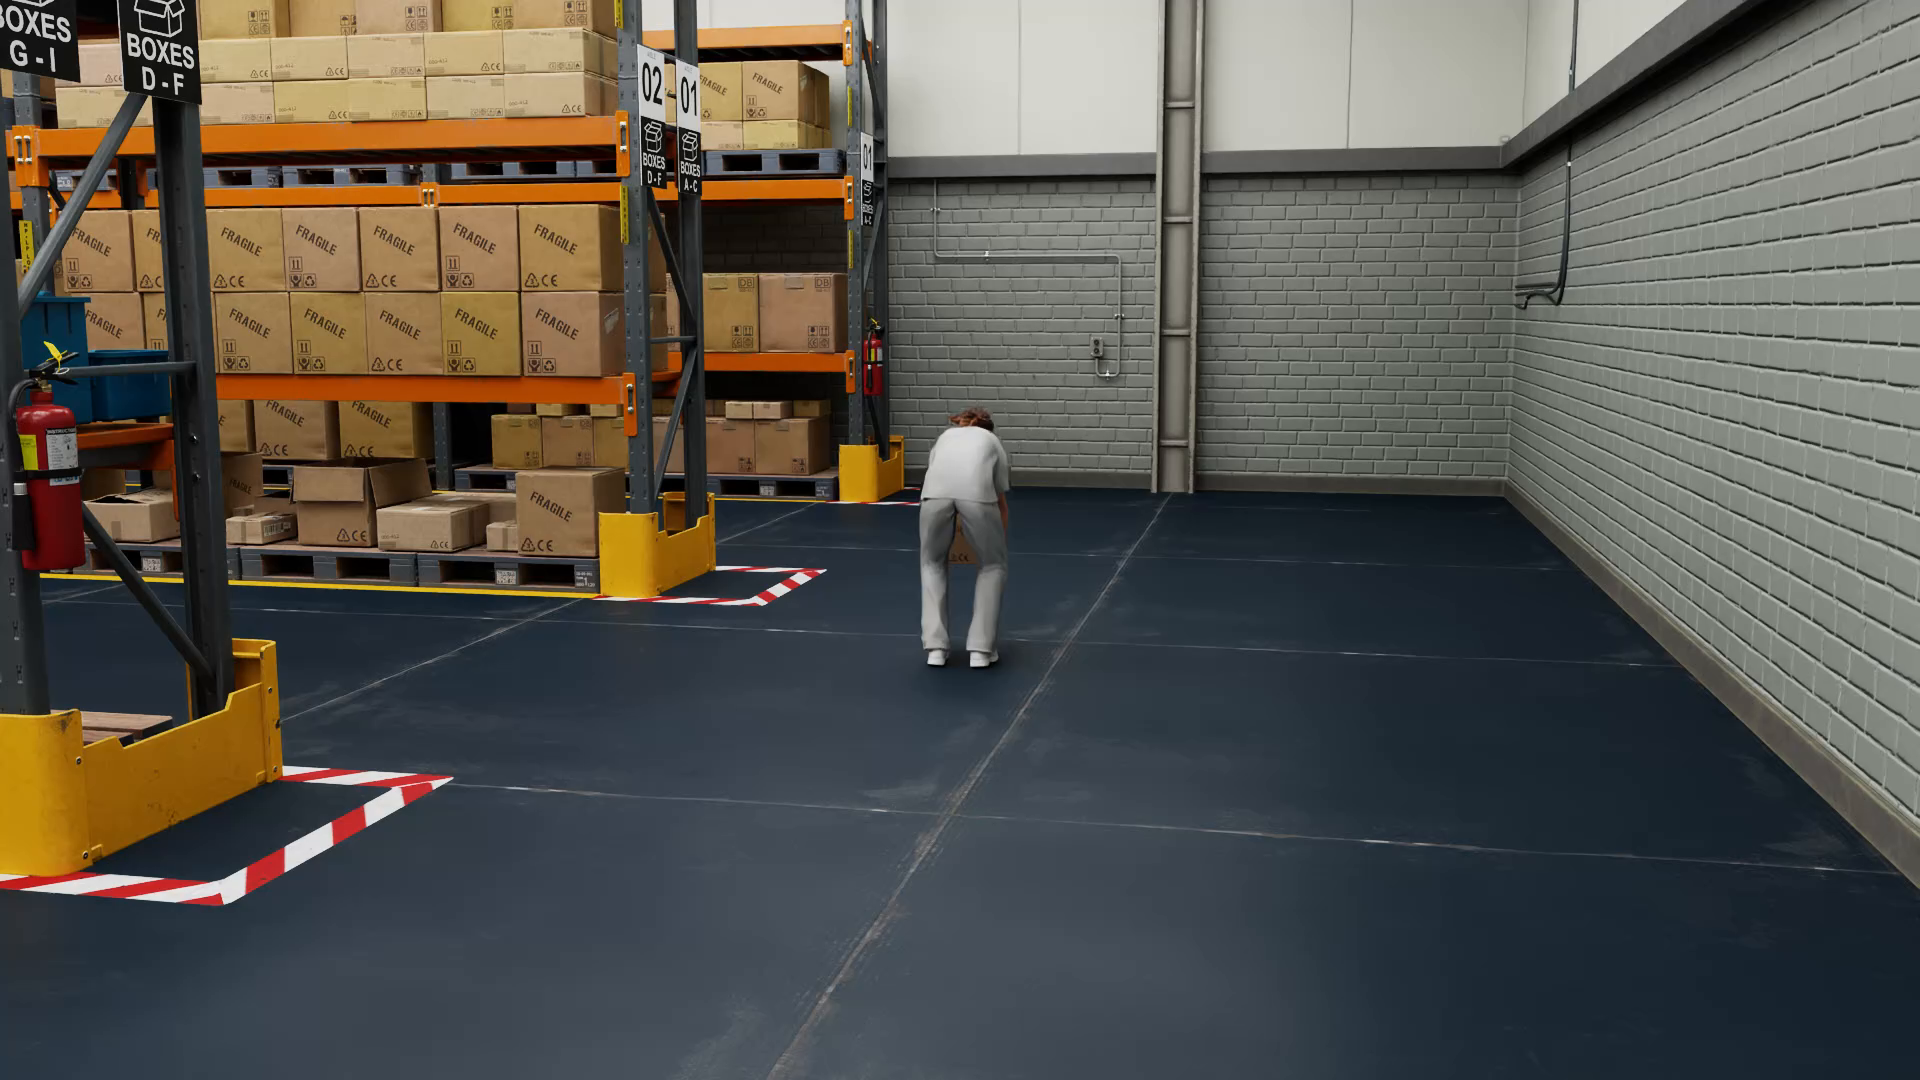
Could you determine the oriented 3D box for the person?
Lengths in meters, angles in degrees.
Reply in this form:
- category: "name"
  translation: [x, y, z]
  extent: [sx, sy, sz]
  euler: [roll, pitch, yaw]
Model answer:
- category: "person"
  translation: [0.037, -0.032, 8.197]
  extent: [0.434, 1.216, 0.834]
  euler: [1, 8, 9]
